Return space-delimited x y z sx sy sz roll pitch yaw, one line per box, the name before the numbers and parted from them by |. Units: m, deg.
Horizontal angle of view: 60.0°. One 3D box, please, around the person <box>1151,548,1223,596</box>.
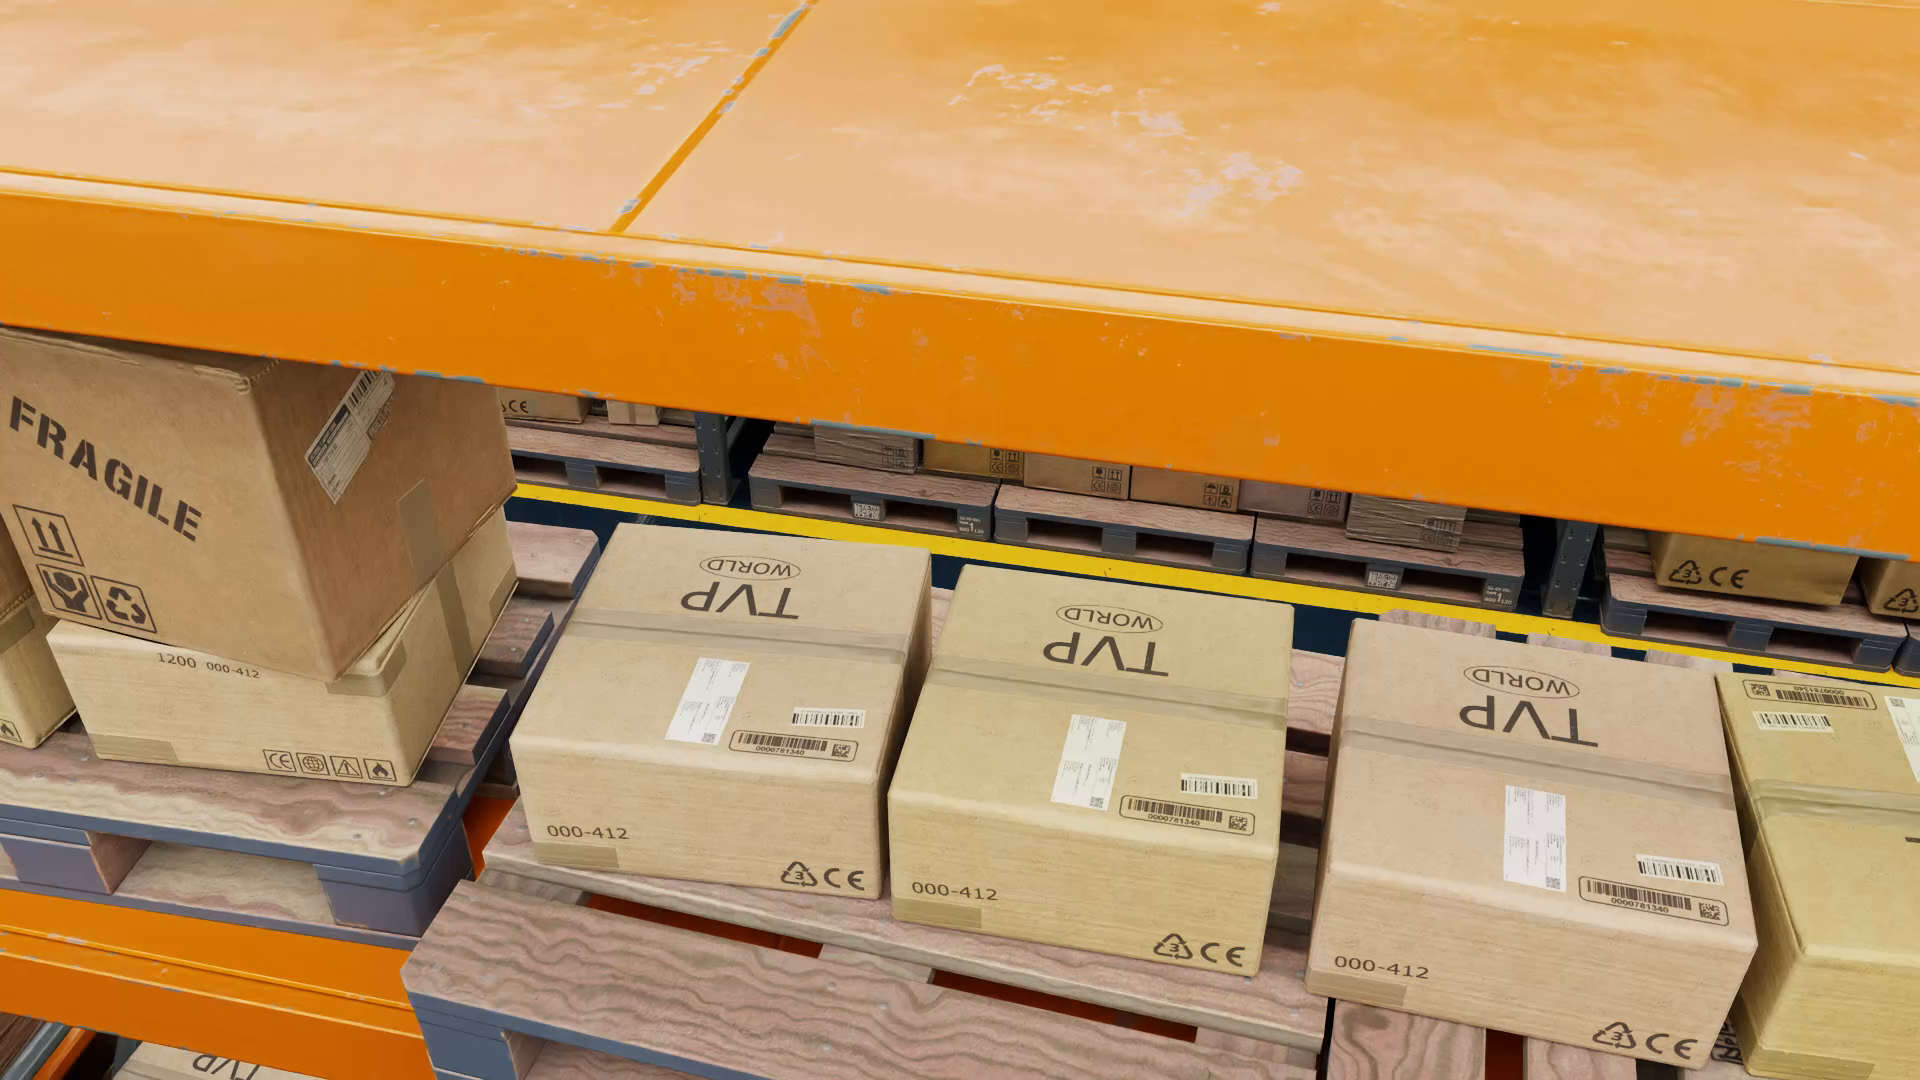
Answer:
person | 0.680 0.687 5.751 0.378 1.591 0.482 5 37 7
